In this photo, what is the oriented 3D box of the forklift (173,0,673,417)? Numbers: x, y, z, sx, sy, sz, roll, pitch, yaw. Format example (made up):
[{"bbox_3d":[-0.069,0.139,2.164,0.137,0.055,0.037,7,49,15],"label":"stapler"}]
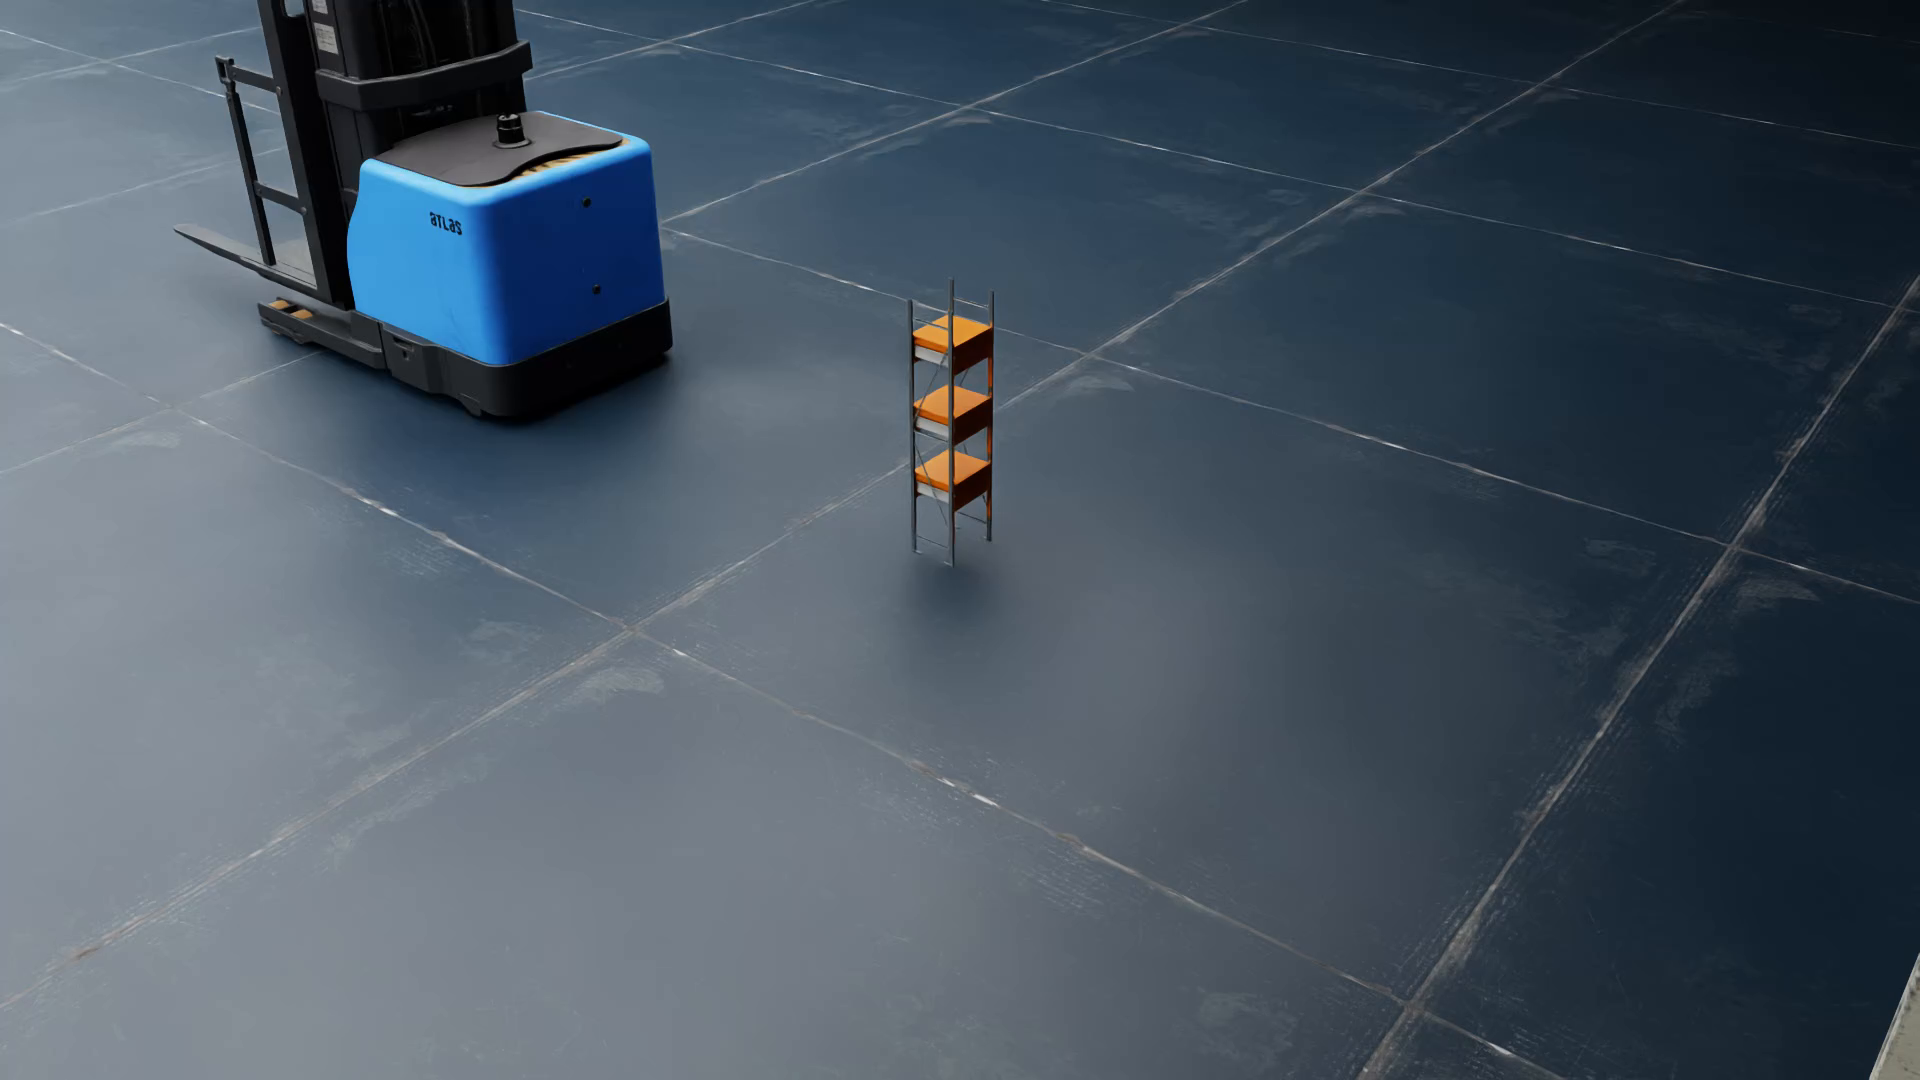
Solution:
[{"bbox_3d":[-2.847,-2.410,7.733,3.031,2.935,1.130,22,37,32],"label":"forklift"}]

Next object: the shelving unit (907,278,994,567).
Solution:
[{"bbox_3d":[-0.032,-0.430,6.238,0.215,1.050,0.252,21,37,31],"label":"shelving unit"}]

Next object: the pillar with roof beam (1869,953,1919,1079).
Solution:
[{"bbox_3d":[-1.286,-3.587,3.769,9.100,9.000,0.400,21,37,31],"label":"pillar with roof beam"}]

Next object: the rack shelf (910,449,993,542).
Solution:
[{"bbox_3d":[-0.032,-0.182,6.385,0.215,0.259,0.240,21,37,31],"label":"rack shelf"}]

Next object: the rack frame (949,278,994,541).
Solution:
[{"bbox_3d":[0.041,-0.479,6.321,0.200,1.050,0.008,21,37,31],"label":"rack frame"}]

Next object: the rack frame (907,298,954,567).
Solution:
[{"bbox_3d":[-0.106,-0.380,6.154,0.200,1.050,0.008,21,37,31],"label":"rack frame"}]

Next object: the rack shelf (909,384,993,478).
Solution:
[{"bbox_3d":[-0.032,-0.421,6.243,0.215,0.259,0.240,21,37,31],"label":"rack shelf"}]

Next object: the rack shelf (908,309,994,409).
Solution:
[{"bbox_3d":[-0.032,-0.665,6.098,0.215,0.259,0.240,21,37,31],"label":"rack shelf"}]
